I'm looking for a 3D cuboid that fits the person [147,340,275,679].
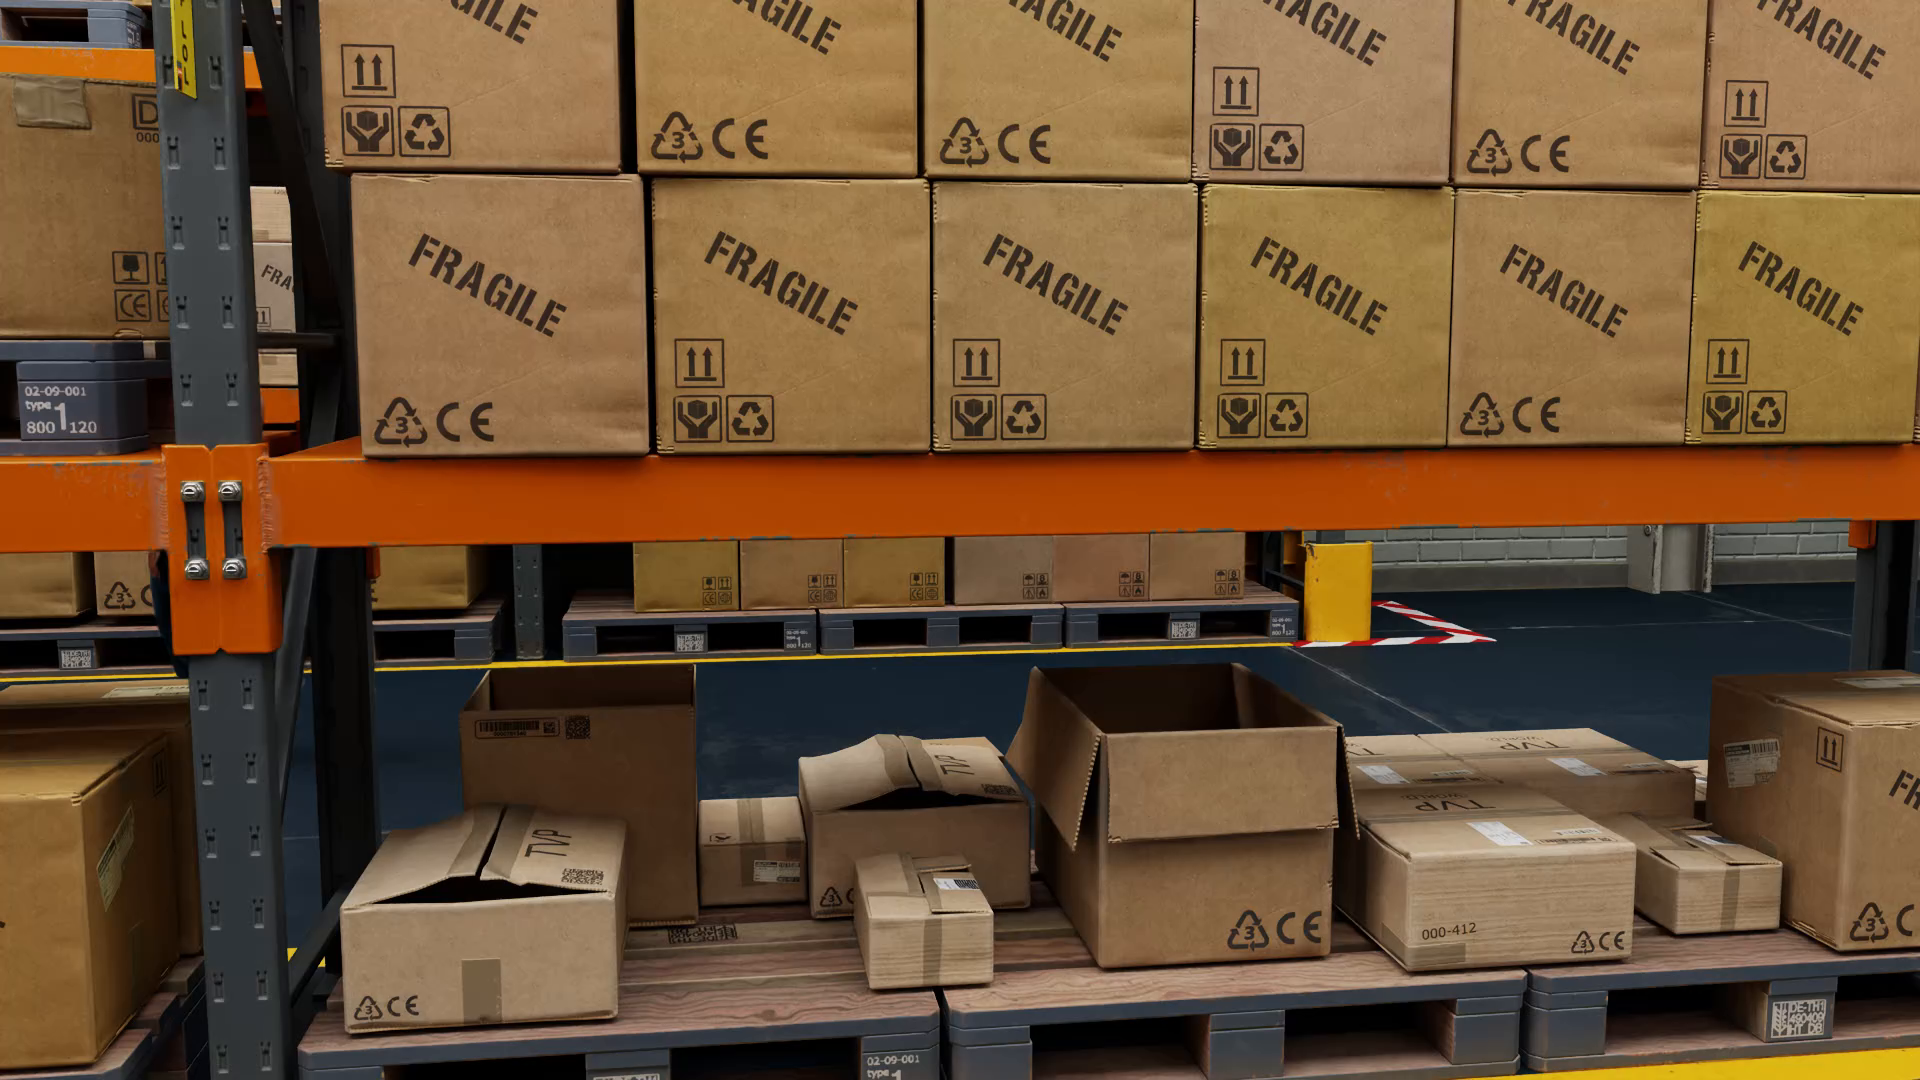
[{"bbox_3d":[-2.714,-0.016,5.970,0.473,1.588,0.414,1,7,8],"label":"person"}]
